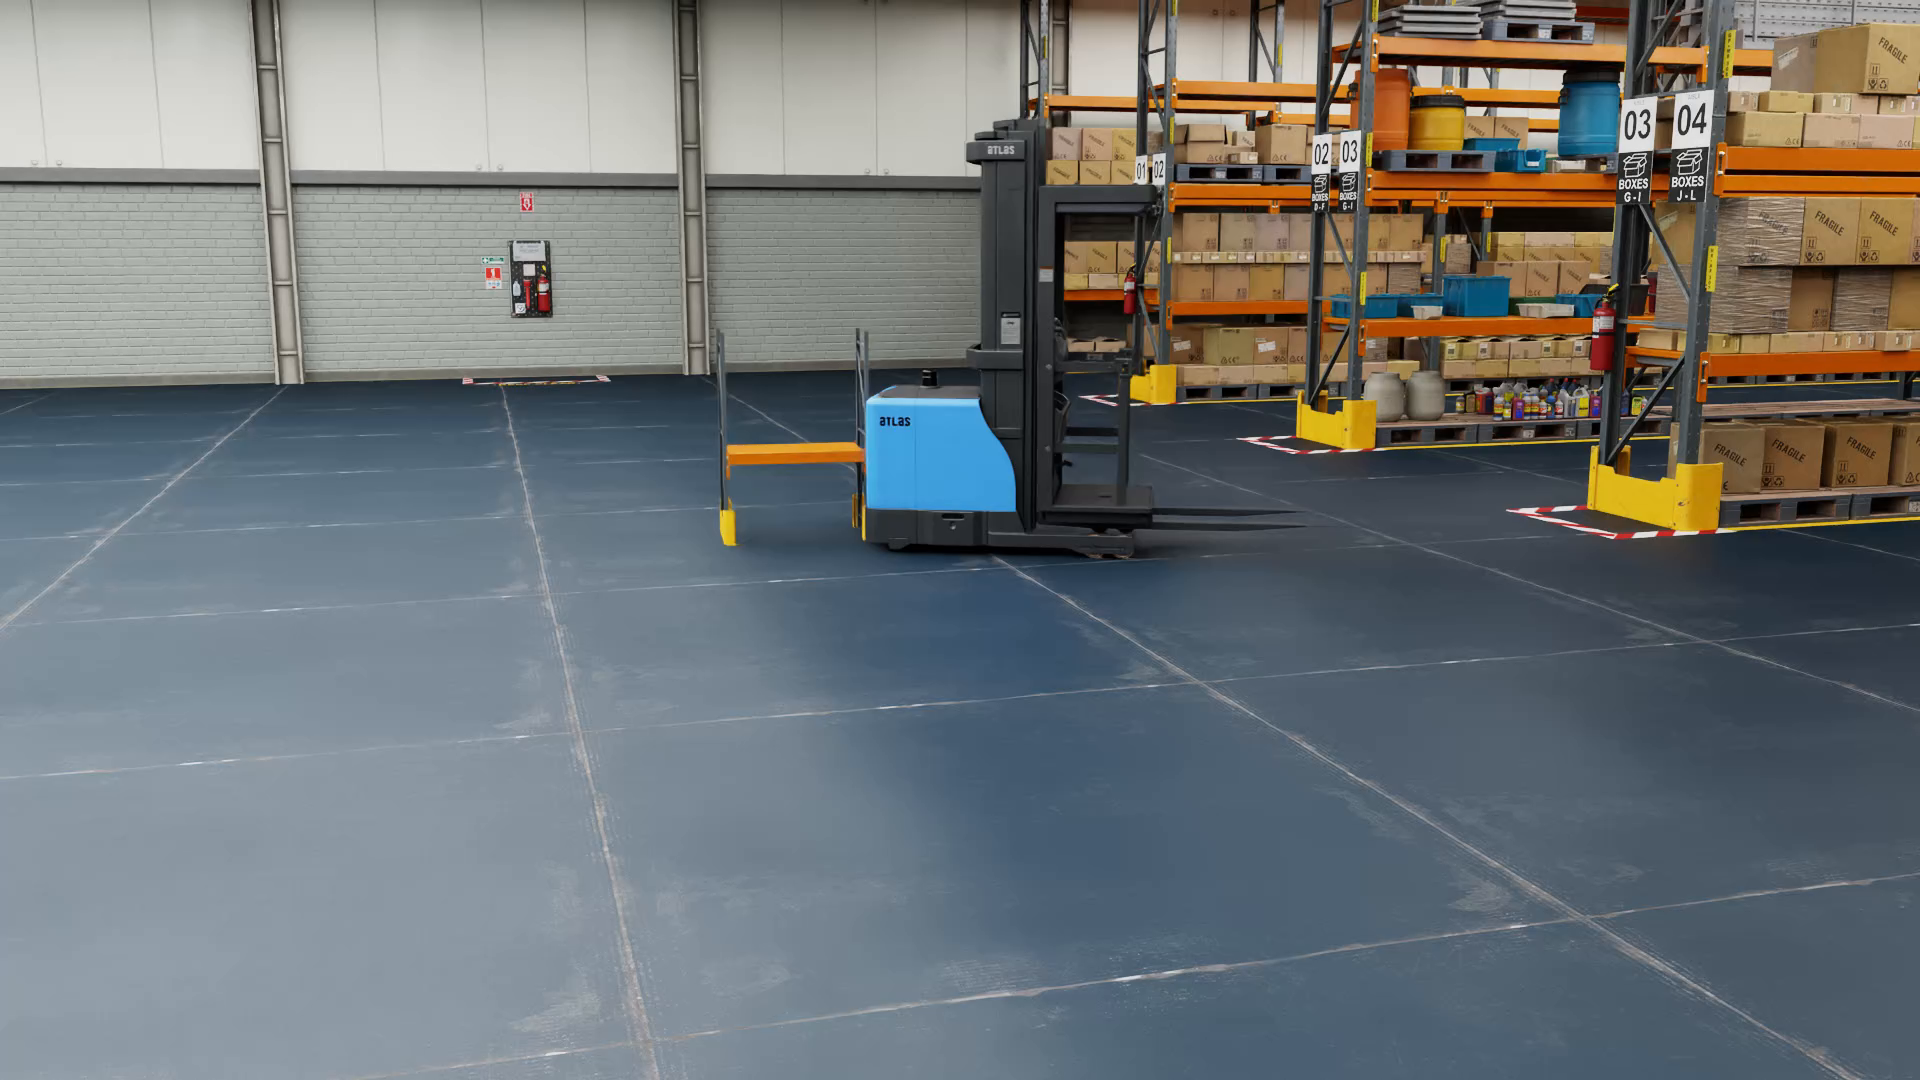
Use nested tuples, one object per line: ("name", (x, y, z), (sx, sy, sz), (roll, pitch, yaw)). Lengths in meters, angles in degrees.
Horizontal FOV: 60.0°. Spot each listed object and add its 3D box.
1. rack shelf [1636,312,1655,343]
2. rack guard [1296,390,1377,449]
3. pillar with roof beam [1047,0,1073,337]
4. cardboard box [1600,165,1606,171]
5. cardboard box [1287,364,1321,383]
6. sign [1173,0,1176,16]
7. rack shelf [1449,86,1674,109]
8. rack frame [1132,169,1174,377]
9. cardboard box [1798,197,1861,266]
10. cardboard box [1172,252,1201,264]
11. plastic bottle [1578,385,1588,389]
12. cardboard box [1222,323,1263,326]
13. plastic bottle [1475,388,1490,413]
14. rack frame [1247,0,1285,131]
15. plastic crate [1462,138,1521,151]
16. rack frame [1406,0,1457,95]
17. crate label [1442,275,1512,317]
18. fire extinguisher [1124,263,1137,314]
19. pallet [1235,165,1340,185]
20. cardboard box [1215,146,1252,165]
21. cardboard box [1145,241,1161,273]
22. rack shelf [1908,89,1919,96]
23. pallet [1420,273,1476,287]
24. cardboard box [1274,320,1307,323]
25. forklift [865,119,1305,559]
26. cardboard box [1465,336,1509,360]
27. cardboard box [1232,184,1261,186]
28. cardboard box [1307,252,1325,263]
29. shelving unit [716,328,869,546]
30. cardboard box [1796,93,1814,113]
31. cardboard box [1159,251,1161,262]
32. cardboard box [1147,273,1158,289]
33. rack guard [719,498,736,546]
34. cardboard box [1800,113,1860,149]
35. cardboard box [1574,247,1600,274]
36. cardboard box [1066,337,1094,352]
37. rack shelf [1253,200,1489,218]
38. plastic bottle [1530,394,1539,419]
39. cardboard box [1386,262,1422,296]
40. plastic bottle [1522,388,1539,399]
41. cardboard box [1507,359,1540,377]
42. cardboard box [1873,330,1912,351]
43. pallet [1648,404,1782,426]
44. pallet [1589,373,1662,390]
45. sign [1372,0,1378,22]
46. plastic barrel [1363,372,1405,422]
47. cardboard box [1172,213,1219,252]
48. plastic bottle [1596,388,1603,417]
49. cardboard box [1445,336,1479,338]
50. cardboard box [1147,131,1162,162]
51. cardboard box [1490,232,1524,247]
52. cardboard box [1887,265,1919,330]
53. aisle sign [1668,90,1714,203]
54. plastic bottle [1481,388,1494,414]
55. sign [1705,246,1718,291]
("rack shelf", (9.686, -2.452, 19.070), (4.000, 0.370, 1.077), (-3, 11, -16))
("rack guard", (3.985, -1.285, 17.647), (0.348, 0.500, 1.175), (-3, 11, -16))
("pillar with roof beam", (2.790, -6.613, 23.111), (0.400, 9.000, 9.100), (-3, 11, -16))
("cardboard box", (8.755, -5.287, 23.451), (0.500, 0.250, 0.500), (-3, 11, -17))
("cardboard box", (4.562, -2.282, 22.593), (0.500, 0.250, 0.500), (-3, 11, -16))
("sign", (2.693, -6.755, 20.866), (0.005, 0.325, 0.100), (-3, 11, -16))
("rack shelf", (8.305, -6.067, 23.241), (4.000, 0.370, 1.077), (-3, 11, -16))
("rack frame", (2.544, -3.364, 22.034), (0.127, 3.000, 1.000), (-3, 11, -16))
("cardboard box", (6.396, -2.333, 12.577), (0.500, 0.500, 0.500), (-3, 11, -16))
("cardboard box", (2.981, -3.714, 21.871), (0.250, 0.149, 0.380), (-3, 11, -16))
("plastic bottle", (7.034, -1.621, 18.873), (0.135, 0.276, 0.152), (-3, 11, -14))
("cardboard box", (3.932, -2.719, 22.894), (0.500, 0.500, 0.500), (-3, 11, -16))
("plastic bottle", (5.816, -1.557, 18.524), (0.135, 0.276, 0.152), (-3, 11, -16))
("rack frame", (4.997, -7.378, 27.267), (0.127, 3.000, 1.000), (-3, 11, -16))
("plastic crate", (5.672, -4.119, 17.894), (0.575, 0.384, 0.392), (-3, 11, -16))
("rack frame", (6.385, -6.517, 22.590), (0.127, 3.000, 1.000), (-3, 11, -16))
("crate label", (5.617, -2.660, 18.114), (0.616, 0.435, 0.502), (-3, 11, -16))
("fire extinguisher", (2.301, -3.401, 22.447), (0.183, 0.674, 0.296), (-3, 11, -16))
("pallet", (4.404, -4.889, 22.279), (1.213, 0.211, 1.003), (-3, 11, -16))
("cardboard box", (3.576, -5.145, 22.291), (0.500, 0.250, 0.500), (-3, 11, -16))
("cardboard box", (3.166, -4.578, 26.917), (0.500, 0.500, 0.500), (-3, 11, -14))
("rack shelf", (15.986, -6.667, 25.405), (4.000, 0.370, 1.077), (-3, 11, -16))
("pallet", (8.183, -4.481, 28.630), (1.003, 0.211, 1.213), (-3, 11, -16))
("cardboard box", (5.699, -3.454, 28.215), (0.500, 0.500, 0.700), (-3, 11, -14))
("forklift", (0.892, -1.412, 11.622), (3.031, 2.935, 1.130), (1, 11, 7))
("cardboard box", (7.333, -2.698, 23.305), (0.500, 0.311, 0.500), (-3, 11, -17))
("cardboard box", (4.578, -5.893, 27.155), (0.500, 0.500, 0.500), (-3, 11, -14))
("cardboard box", (4.710, -3.805, 22.365), (0.250, 0.149, 0.380), (-3, 11, -14))
("shelving unit", (-1.202, -0.769, 12.079), (1.083, 1.500, 0.587), (-2, 11, -11))
("cardboard box", (6.123, -3.243, 12.407), (0.250, 0.149, 0.380), (-3, 11, -17))
("cardboard box", (2.858, -3.784, 22.251), (0.250, 0.149, 0.380), (-3, 11, -17))
("cardboard box", (3.185, -4.209, 26.984), (0.500, 0.250, 0.500), (-3, 11, -15))
("rack guard", (-1.691, -0.136, 12.097), (0.087, 0.250, 0.587), (-2, 11, -11))
("cardboard box", (6.338, -3.050, 12.456), (0.500, 0.250, 0.500), (-3, 11, -17))
("cardboard box", (10.855, -4.893, 29.185), (0.500, 0.500, 0.500), (-3, 11, -14))
("cardboard box", (1.846, -3.138, 27.019), (0.500, 0.311, 0.500), (-4, 11, -22))
("rack shelf", (6.917, -5.650, 28.153), (4.000, 0.370, 1.077), (-3, 11, -16))
("plastic bottle", (6.178, -1.437, 17.888), (0.097, 0.271, 0.097), (0, 10, 0))
("cardboard box", (5.961, -3.592, 22.996), (0.500, 0.500, 0.700), (-3, 11, -17))
("plastic bottle", (6.351, -1.558, 18.530), (0.135, 0.276, 0.152), (-3, 11, -16))
("cardboard box", (7.829, -2.450, 23.505), (0.500, 0.250, 0.500), (-3, 11, -18))
("cardboard box", (7.117, -1.550, 12.875), (0.250, 0.149, 0.380), (-3, 11, -16))
("pallet", (8.509, -1.380, 18.960), (1.213, 0.211, 1.003), (-3, 11, -16))
("pallet", (9.424, -2.362, 24.296), (1.213, 0.211, 1.003), (-3, 11, -16))
("sign", (4.075, -5.254, 16.311), (0.005, 0.325, 0.100), (-3, 11, -16))
("plastic barrel", (4.536, -1.532, 17.796), (0.421, 0.512, 0.421), (0, 10, 0))
("cardboard box", (3.047, -4.075, 22.038), (0.500, 0.500, 0.700), (-3, 11, -16))
("plastic bottle", (7.044, -1.526, 18.153), (0.185, 0.351, 0.144), (-4, 11, -19))
("cardboard box", (7.191, -2.794, 23.825), (0.500, 0.311, 0.500), (-3, 11, -14))
("cardboard box", (2.982, -6.393, 27.109), (0.500, 0.500, 0.500), (-3, 11, -16))
("cardboard box", (9.373, -5.183, 28.693), (0.500, 0.250, 0.500), (-3, 11, -15))
("cardboard box", (7.267, -1.947, 13.242), (0.500, 0.500, 0.875), (-3, 11, -16))
("aisle sign", (5.334, -2.865, 12.143), (0.004, 0.787, 0.394), (-3, 11, -16))
("plastic bottle", (5.846, -1.542, 18.423), (0.133, 0.283, 0.061), (-3, 11, -16))
("sign", (5.461, -1.973, 12.088), (0.005, 0.325, 0.100), (-3, 11, -16))
